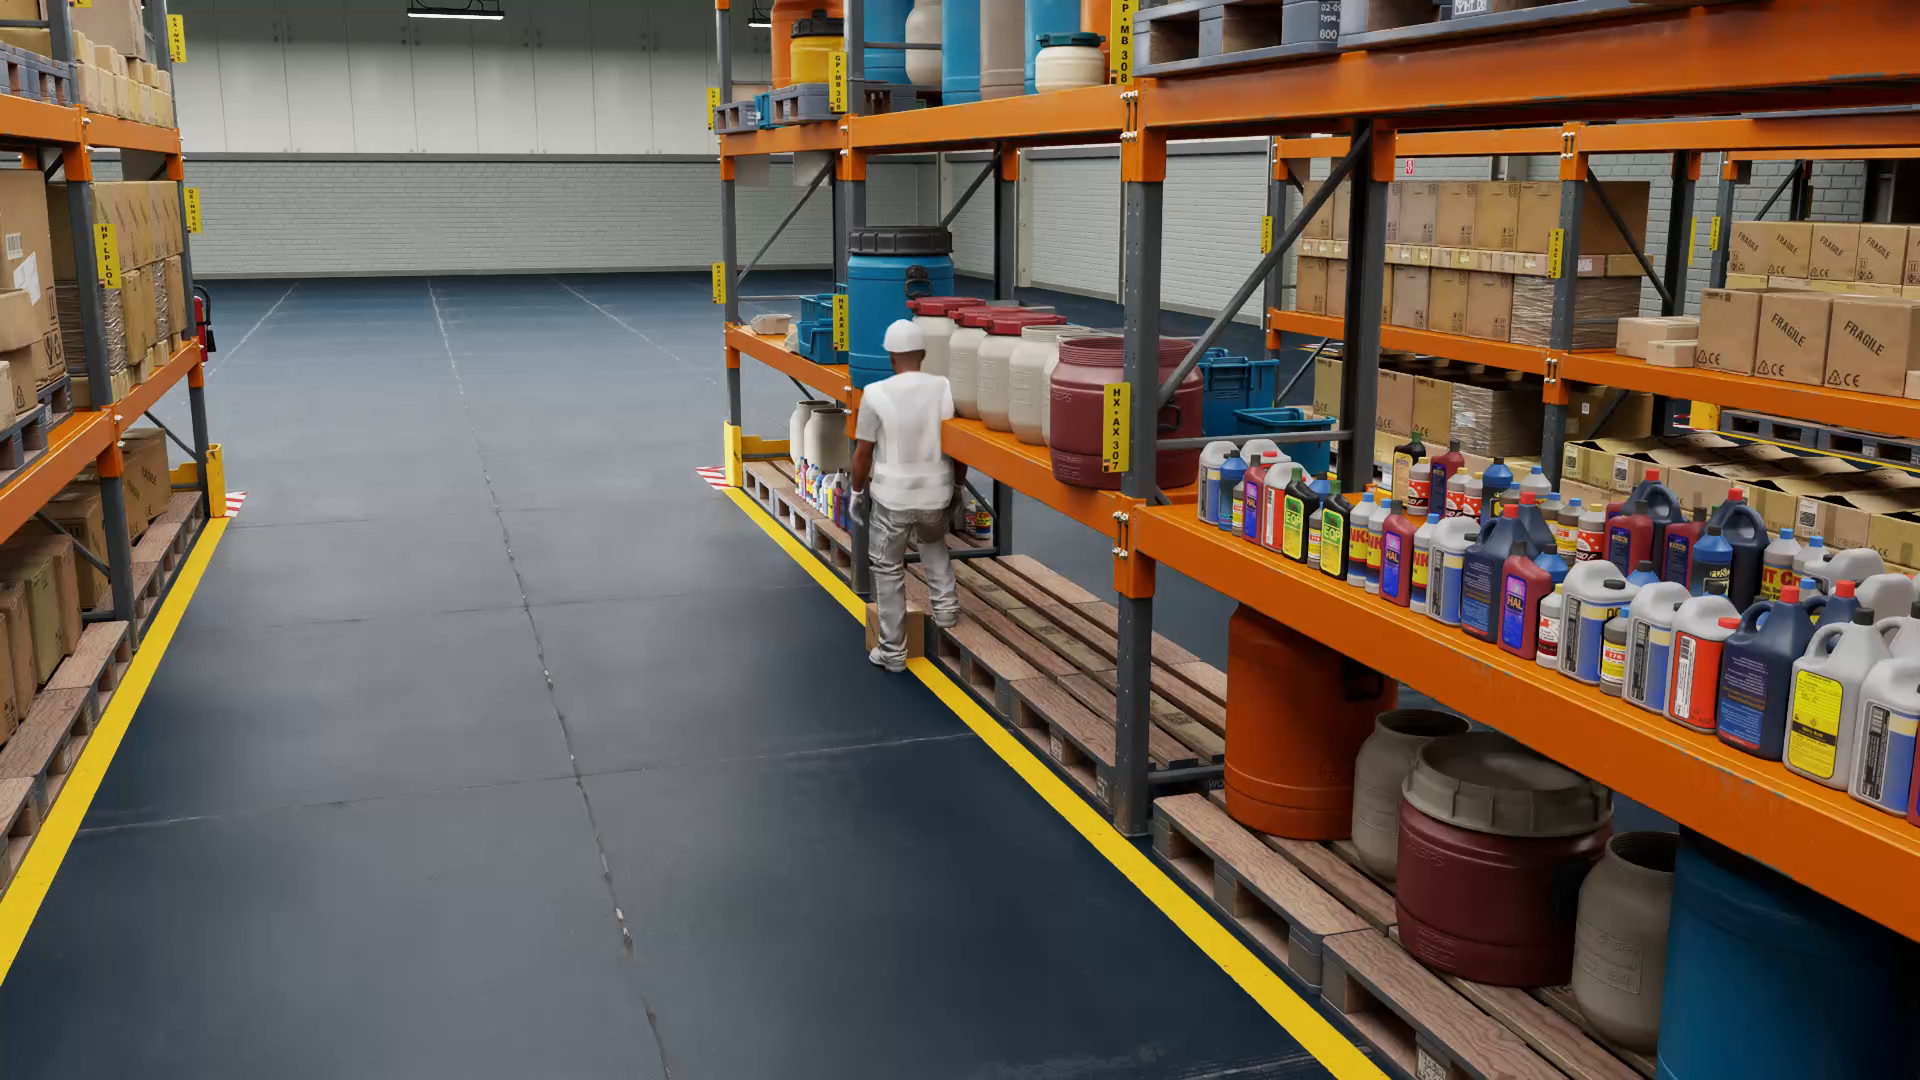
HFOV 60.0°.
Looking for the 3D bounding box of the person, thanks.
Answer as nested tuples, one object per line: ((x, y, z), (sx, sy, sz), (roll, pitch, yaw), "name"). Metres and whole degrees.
((-0.263, -0.232, 8.485), (0.617, 1.784, 0.524), (-4, 13, -17), "person")
